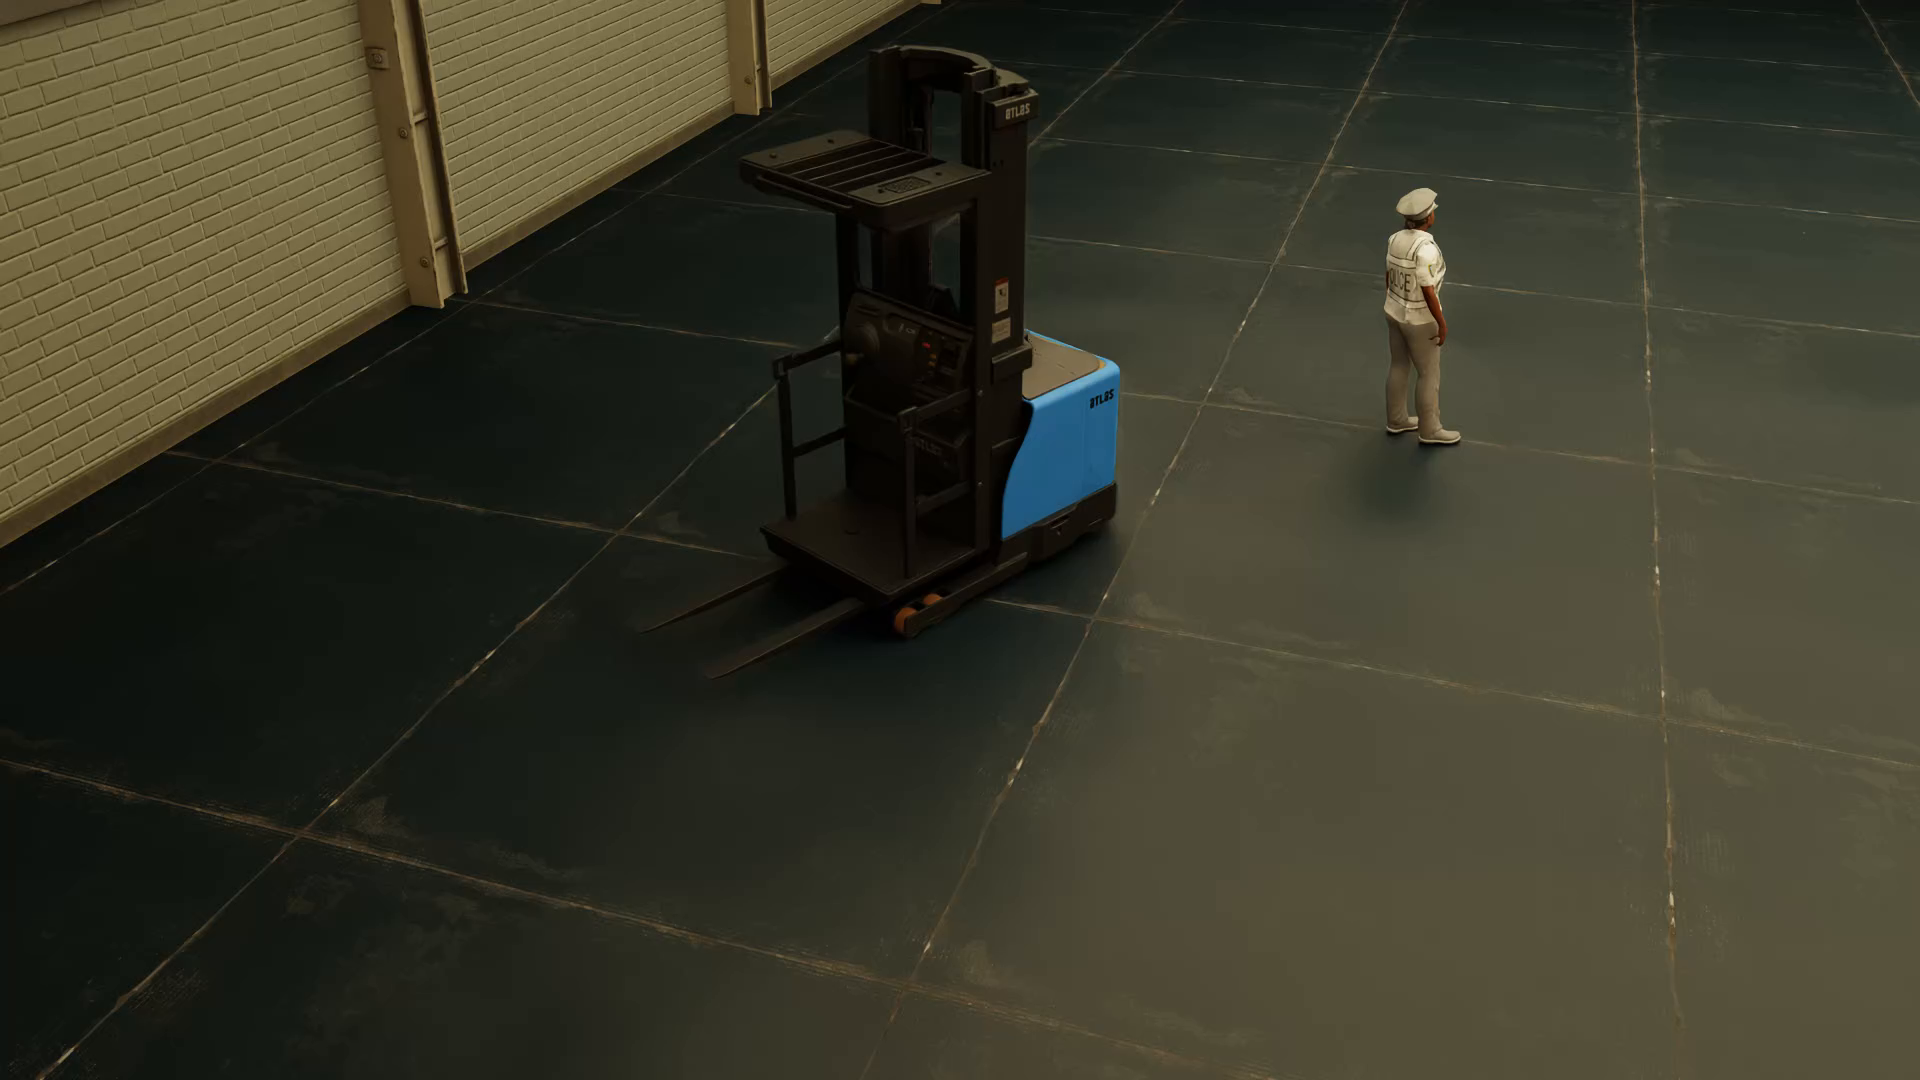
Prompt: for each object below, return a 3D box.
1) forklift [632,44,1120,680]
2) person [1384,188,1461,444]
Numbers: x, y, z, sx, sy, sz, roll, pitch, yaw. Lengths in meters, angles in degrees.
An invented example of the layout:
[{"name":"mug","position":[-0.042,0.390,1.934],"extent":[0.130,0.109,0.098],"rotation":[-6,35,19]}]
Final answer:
[{"name":"forklift","position":[-0.440,-1.025,8.934],"extent":[1.130,2.935,3.031],"rotation":[26,39,38]},{"name":"person","position":[3.057,-1.480,10.966],"extent":[0.530,1.695,0.570],"rotation":[-11,32,-19]}]
